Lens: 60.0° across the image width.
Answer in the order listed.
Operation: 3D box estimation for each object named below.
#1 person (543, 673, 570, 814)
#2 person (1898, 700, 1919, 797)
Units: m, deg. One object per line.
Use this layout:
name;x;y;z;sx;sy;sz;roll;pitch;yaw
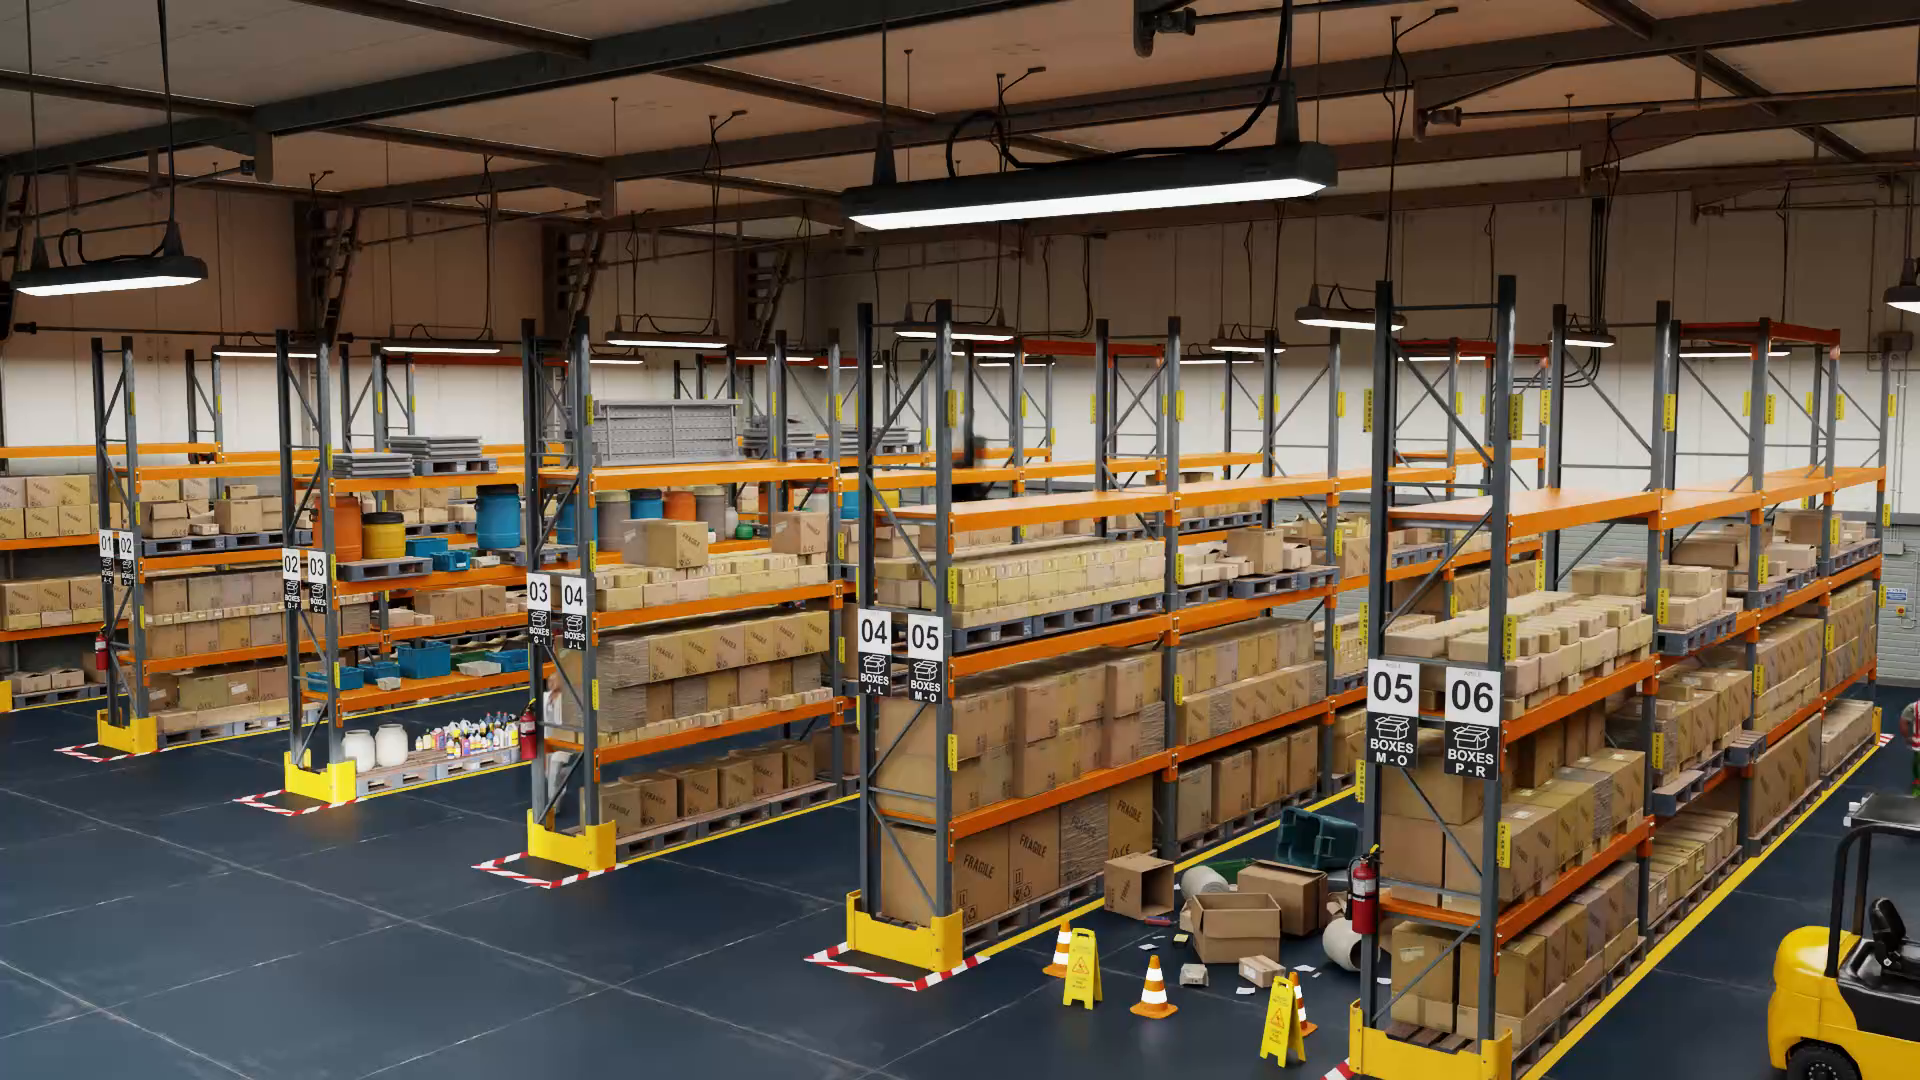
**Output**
person;-4.992;2.505;20.635;0.723;1.739;0.799;1;5;12
person;11.701;2.555;20.080;0.681;1.747;0.687;4;6;38
